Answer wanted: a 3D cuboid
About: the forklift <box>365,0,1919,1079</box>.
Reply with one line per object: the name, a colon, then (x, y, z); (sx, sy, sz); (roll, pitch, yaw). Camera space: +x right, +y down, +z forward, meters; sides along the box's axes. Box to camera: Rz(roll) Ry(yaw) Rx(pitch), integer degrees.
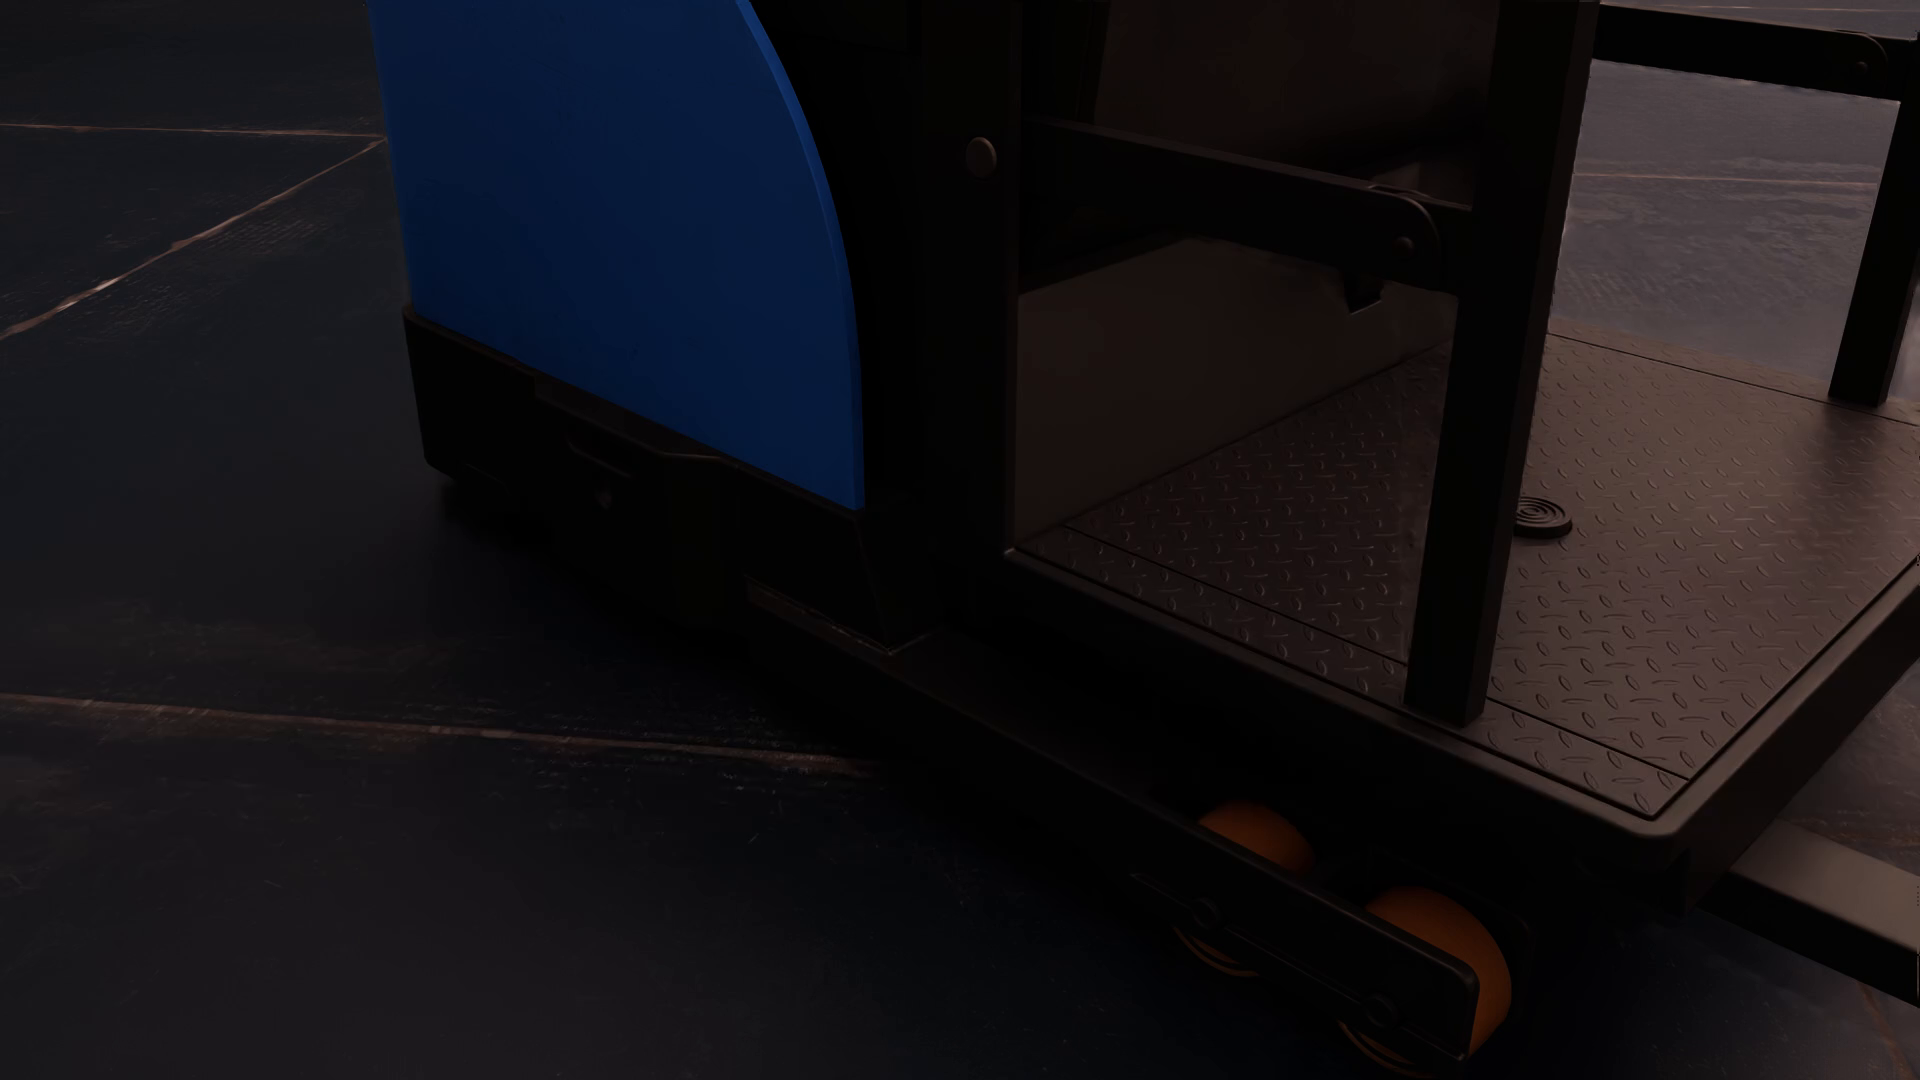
forklift: (0.563, -1.086, 1.393); (3.031, 2.935, 1.130); (24, 35, 39)
